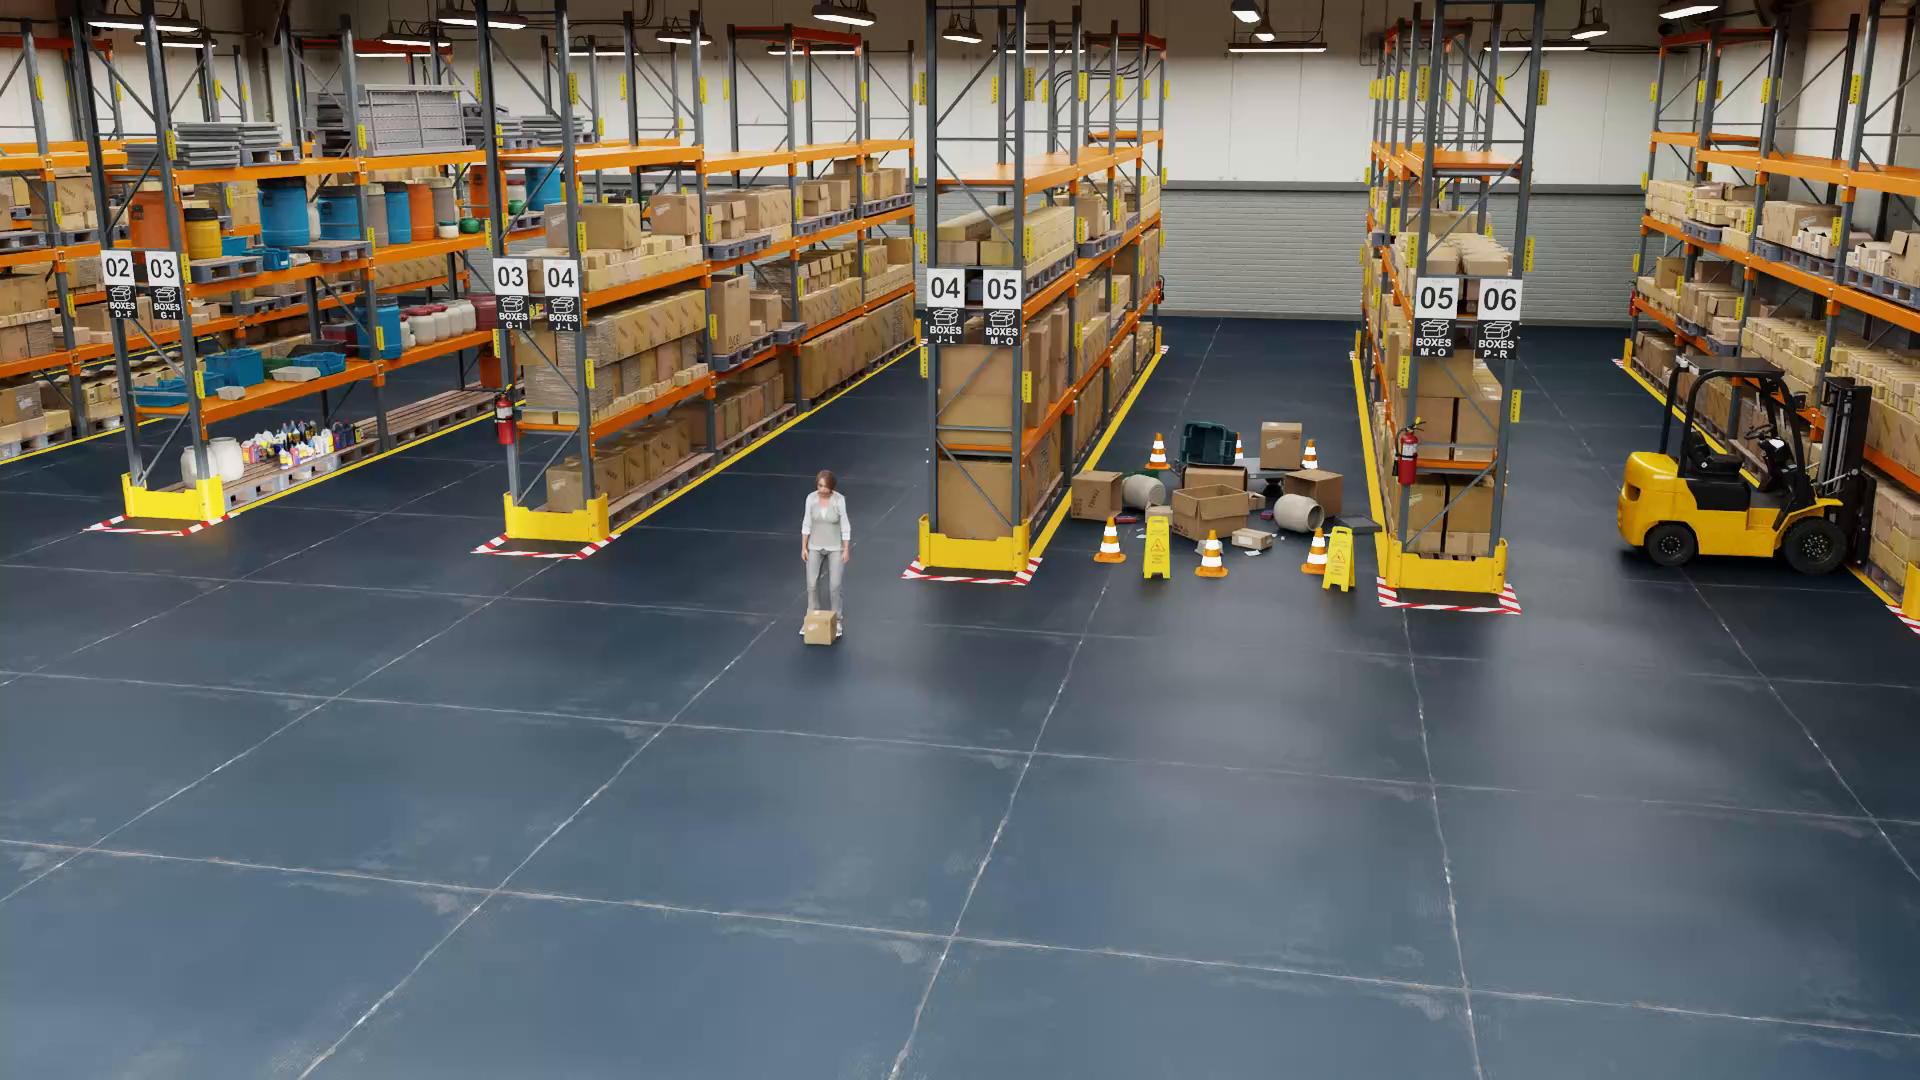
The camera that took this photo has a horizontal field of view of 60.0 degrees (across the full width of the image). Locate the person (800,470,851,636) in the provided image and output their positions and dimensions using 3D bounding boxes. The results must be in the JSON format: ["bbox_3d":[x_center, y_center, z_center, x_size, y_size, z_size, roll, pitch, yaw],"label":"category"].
[{"bbox_3d":[-1.265,0.109,15.632,0.478,1.591,0.345,2,15,8],"label":"person"}]
